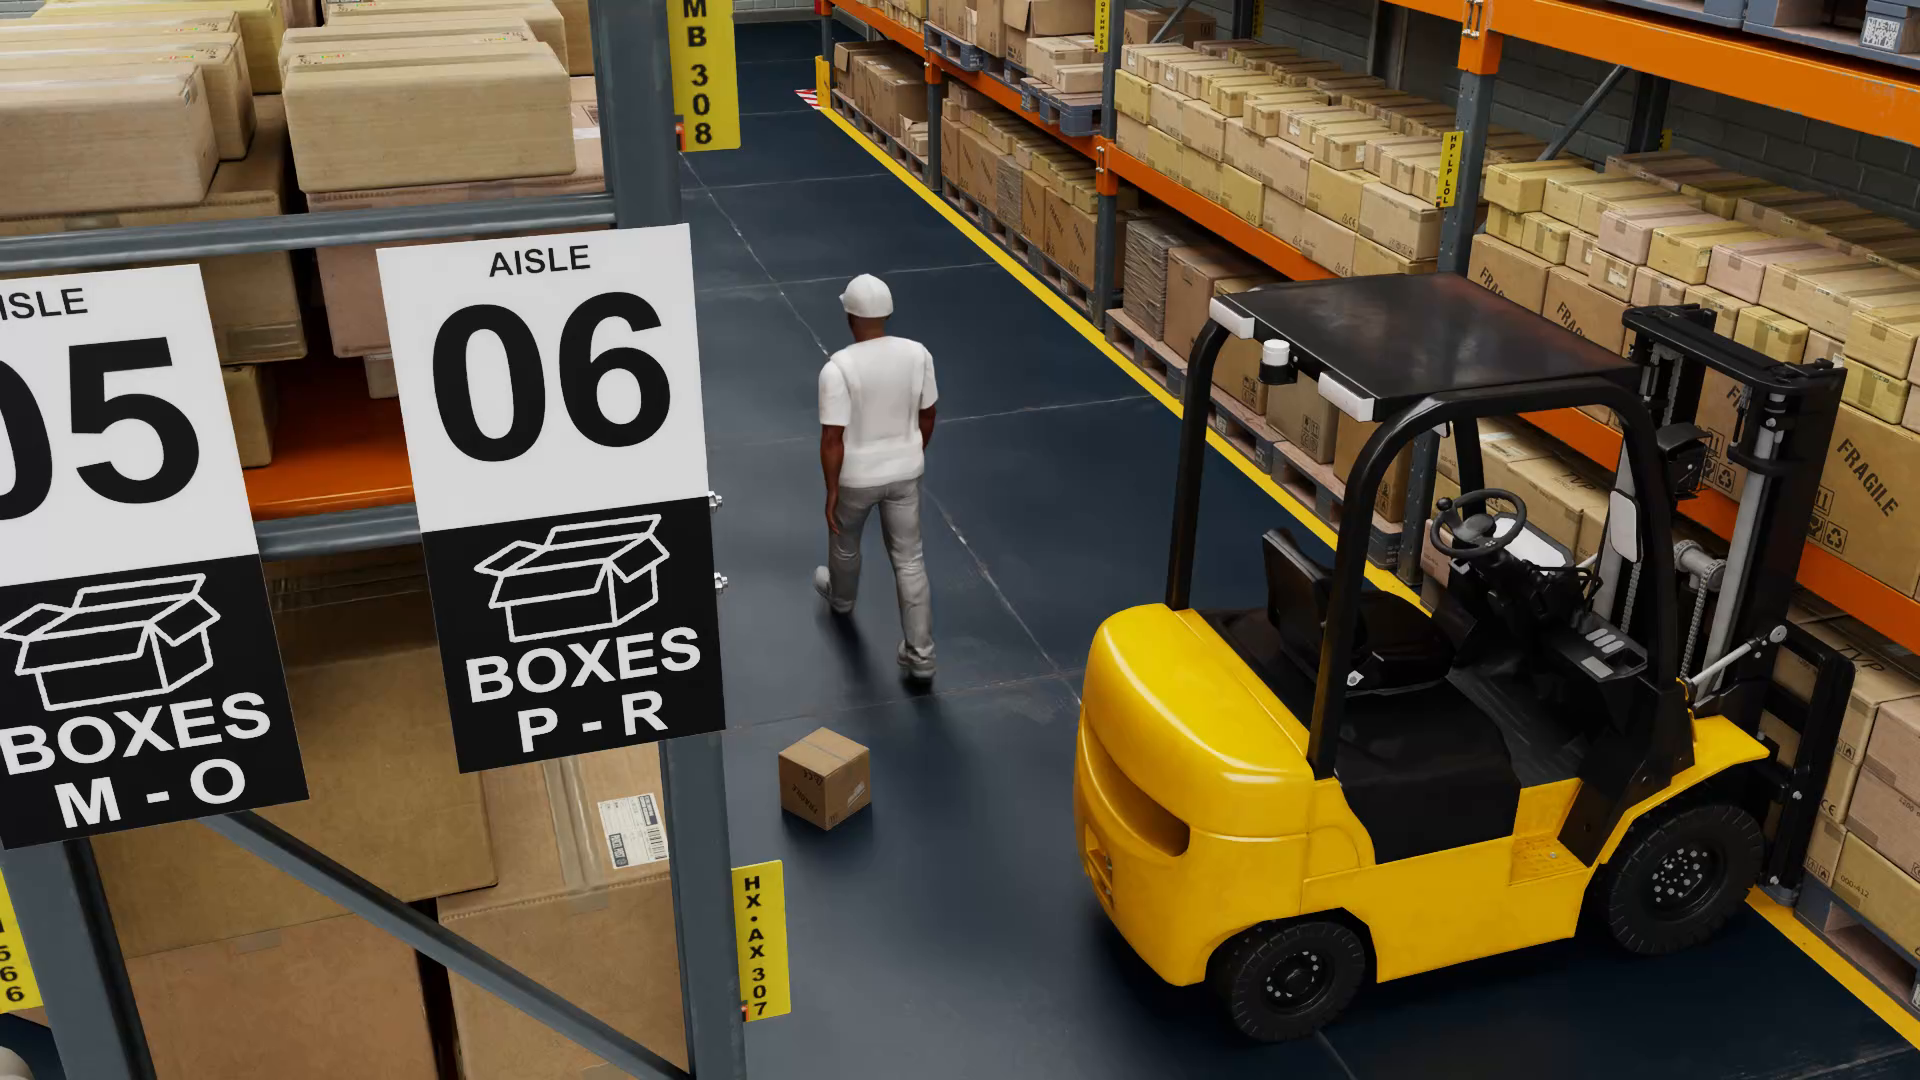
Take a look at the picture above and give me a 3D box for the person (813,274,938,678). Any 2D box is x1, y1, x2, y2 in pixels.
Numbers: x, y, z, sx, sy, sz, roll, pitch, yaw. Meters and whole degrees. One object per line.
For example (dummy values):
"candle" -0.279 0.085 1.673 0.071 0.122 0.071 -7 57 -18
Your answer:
"person" -0.369 -0.325 7.272 0.575 1.709 1.099 -10 28 -19
